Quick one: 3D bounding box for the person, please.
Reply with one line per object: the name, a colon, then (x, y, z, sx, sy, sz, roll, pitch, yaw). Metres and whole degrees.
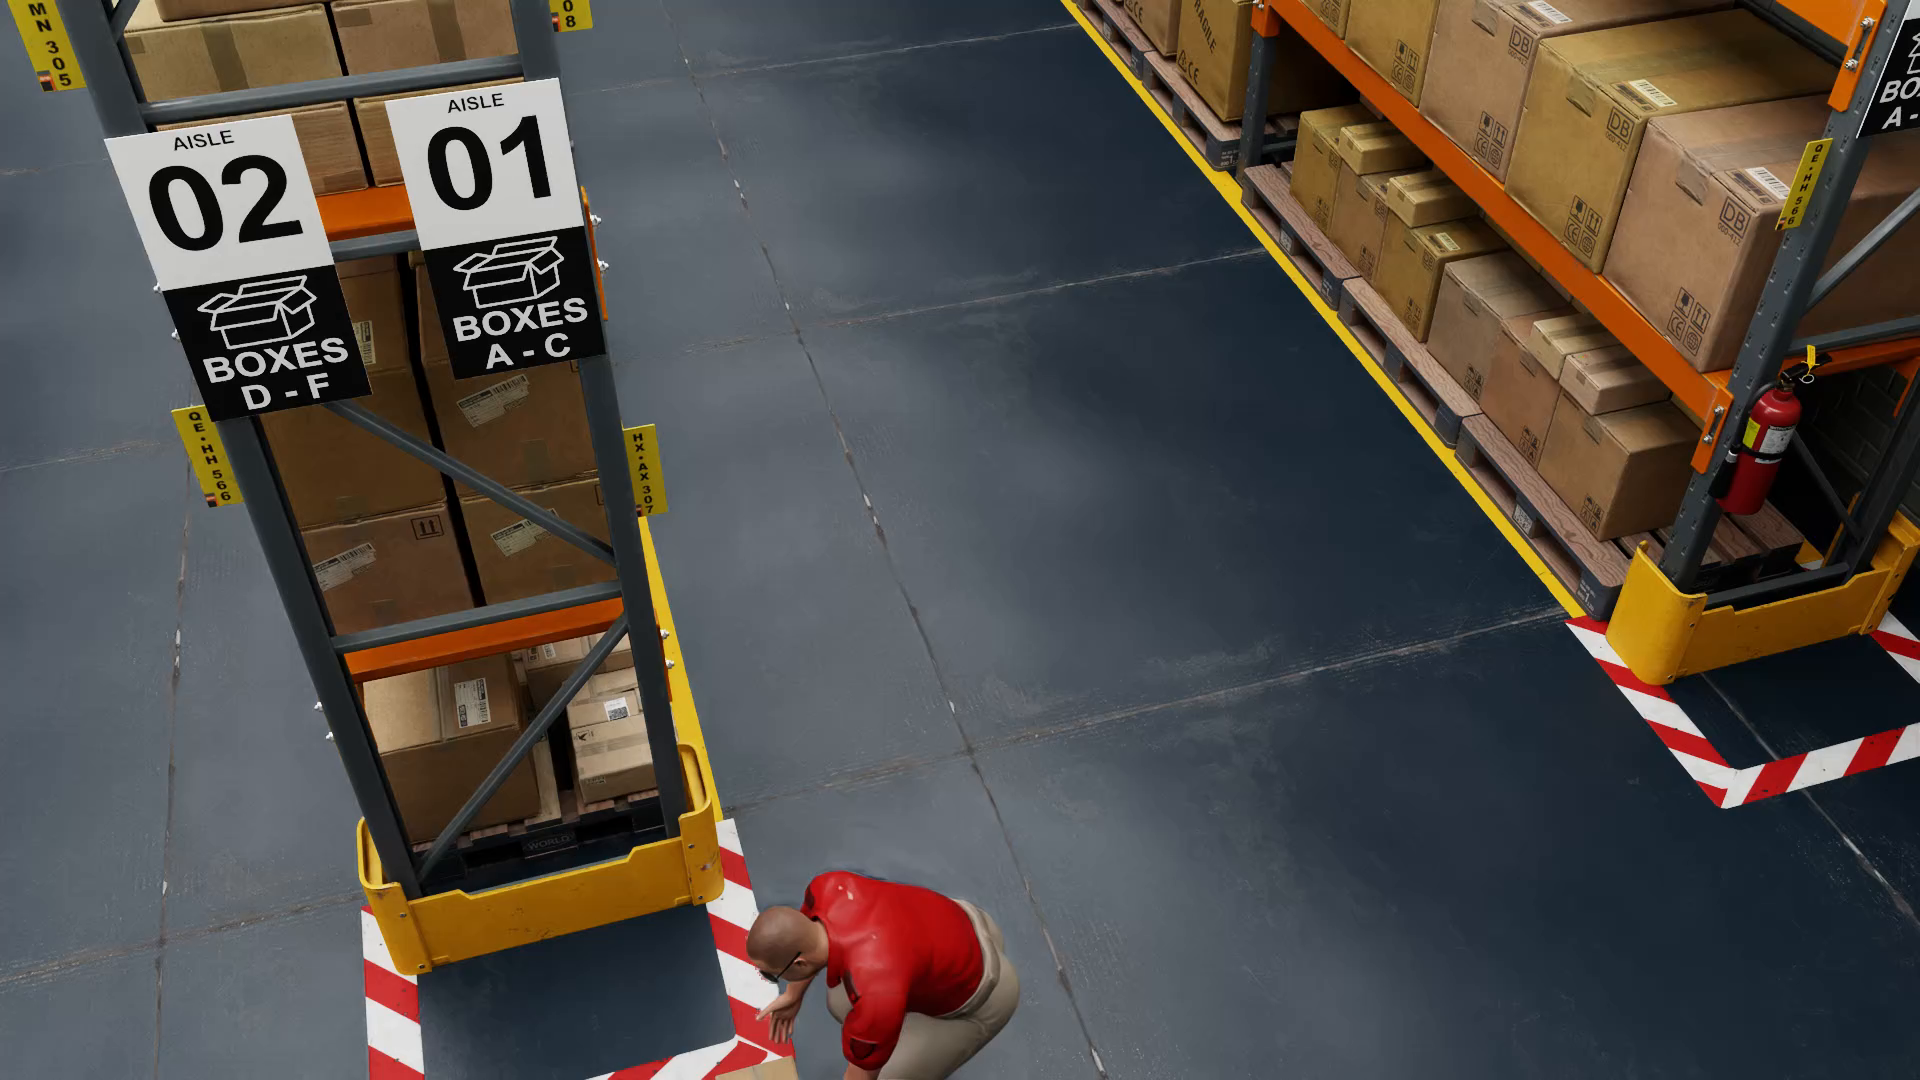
person: (-0.209, 1.410, 4.983, 0.794, 1.228, 0.583, -12, 43, -13)
